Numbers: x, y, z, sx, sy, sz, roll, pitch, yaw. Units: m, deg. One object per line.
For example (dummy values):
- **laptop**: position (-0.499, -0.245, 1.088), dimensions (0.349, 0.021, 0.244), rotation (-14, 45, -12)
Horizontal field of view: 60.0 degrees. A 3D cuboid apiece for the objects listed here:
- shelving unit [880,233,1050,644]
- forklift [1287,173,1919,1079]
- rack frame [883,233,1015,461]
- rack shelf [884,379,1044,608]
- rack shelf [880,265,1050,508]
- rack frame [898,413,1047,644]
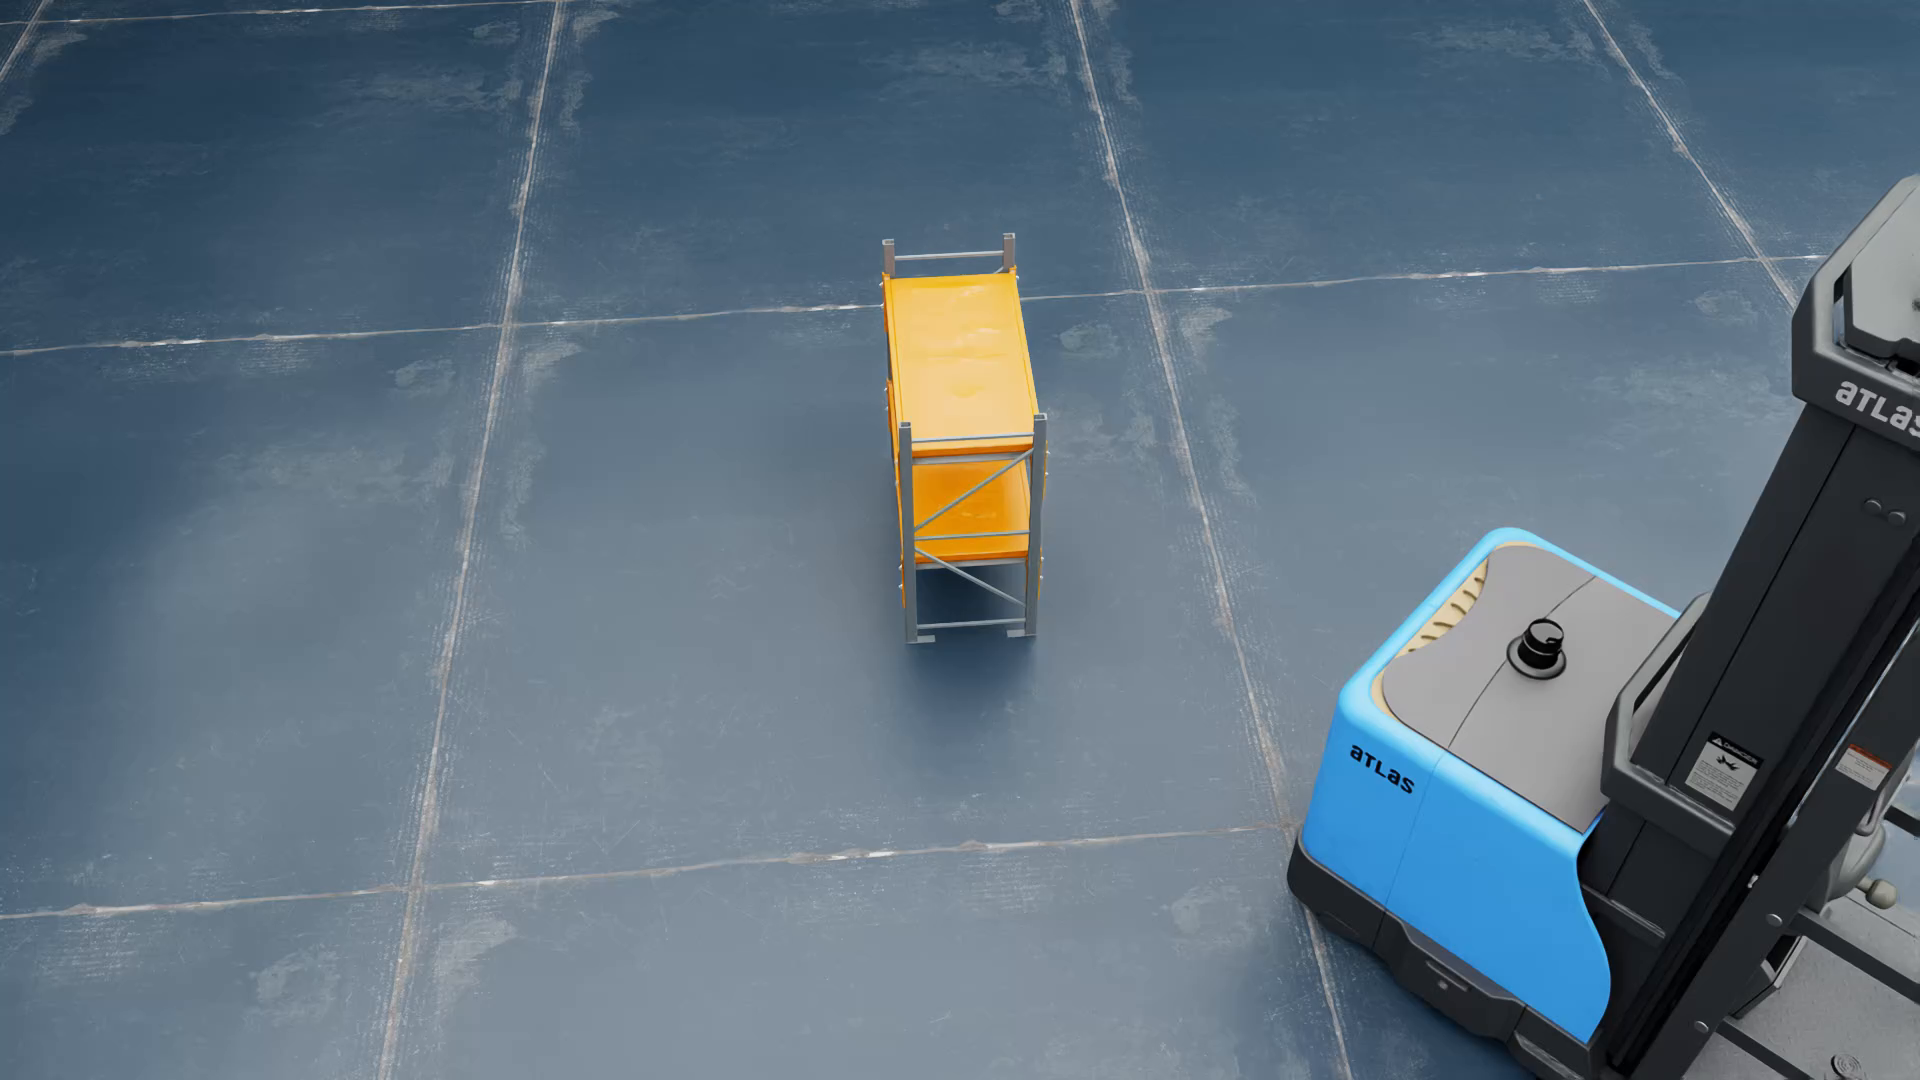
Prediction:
- **shelving unit**: position (0.001, -0.382, 6.337), dimensions (0.538, 1.125, 1.048), rotation (-3, 47, -3)
- **forklift**: position (2.529, 0.639, 4.126), dimensions (3.031, 2.935, 1.130), rotation (33, 55, 27)
- **rack frame**: position (-0.042, -0.750, 6.685), dimensions (0.500, 1.125, 0.032), rotation (-3, 47, -3)
- **rack shelf**: position (0.001, -0.214, 6.514), dimensions (0.538, 0.278, 1.000), rotation (-3, 47, -3)
- **rack shelf**: position (0.001, -0.583, 6.124), dimensions (0.538, 0.278, 1.000), rotation (-3, 47, -3)
- **rack frame**: position (0.043, -0.014, 5.989), dimensions (0.500, 1.125, 0.032), rotation (-3, 47, -3)
